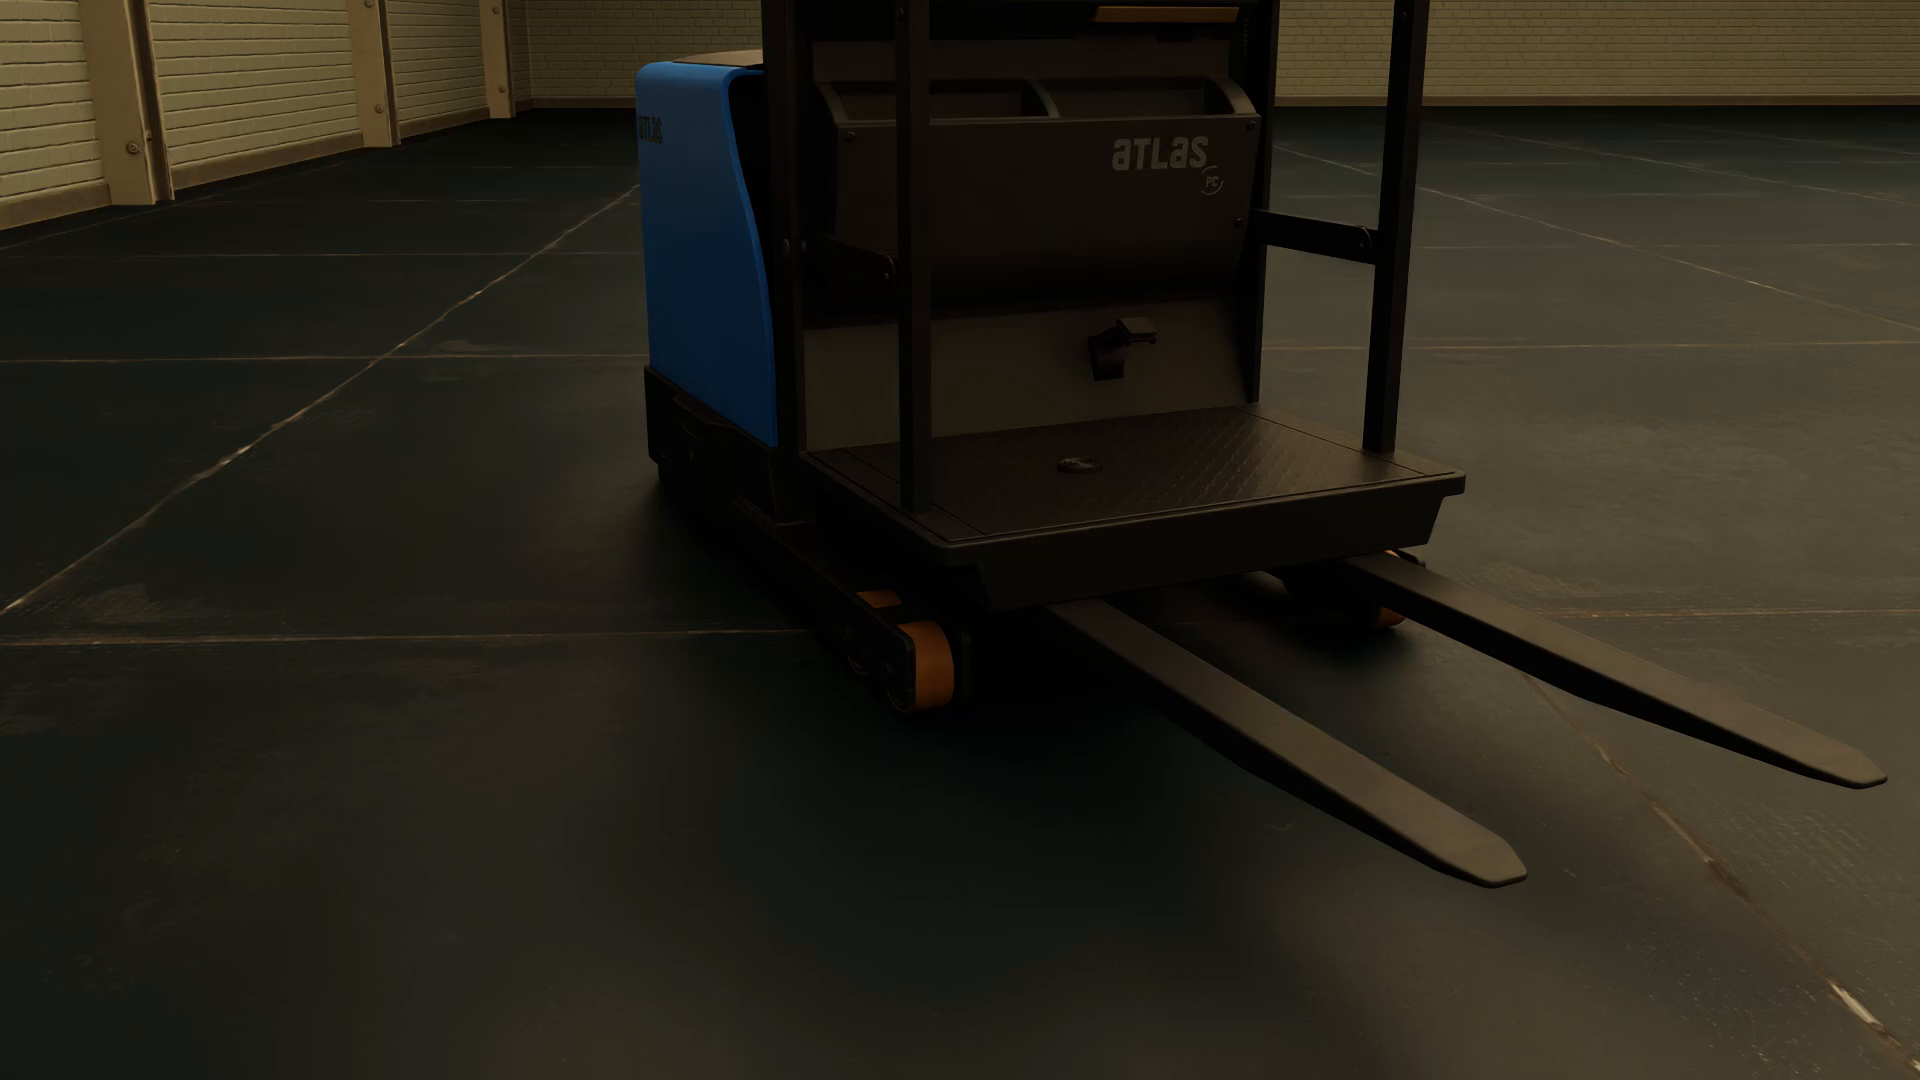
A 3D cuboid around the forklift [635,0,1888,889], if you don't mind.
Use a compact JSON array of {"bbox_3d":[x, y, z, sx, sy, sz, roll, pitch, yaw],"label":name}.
[{"bbox_3d":[0.258,-1.240,2.962,1.130,2.935,3.031,-8,19,-24],"label":"forklift"}]
